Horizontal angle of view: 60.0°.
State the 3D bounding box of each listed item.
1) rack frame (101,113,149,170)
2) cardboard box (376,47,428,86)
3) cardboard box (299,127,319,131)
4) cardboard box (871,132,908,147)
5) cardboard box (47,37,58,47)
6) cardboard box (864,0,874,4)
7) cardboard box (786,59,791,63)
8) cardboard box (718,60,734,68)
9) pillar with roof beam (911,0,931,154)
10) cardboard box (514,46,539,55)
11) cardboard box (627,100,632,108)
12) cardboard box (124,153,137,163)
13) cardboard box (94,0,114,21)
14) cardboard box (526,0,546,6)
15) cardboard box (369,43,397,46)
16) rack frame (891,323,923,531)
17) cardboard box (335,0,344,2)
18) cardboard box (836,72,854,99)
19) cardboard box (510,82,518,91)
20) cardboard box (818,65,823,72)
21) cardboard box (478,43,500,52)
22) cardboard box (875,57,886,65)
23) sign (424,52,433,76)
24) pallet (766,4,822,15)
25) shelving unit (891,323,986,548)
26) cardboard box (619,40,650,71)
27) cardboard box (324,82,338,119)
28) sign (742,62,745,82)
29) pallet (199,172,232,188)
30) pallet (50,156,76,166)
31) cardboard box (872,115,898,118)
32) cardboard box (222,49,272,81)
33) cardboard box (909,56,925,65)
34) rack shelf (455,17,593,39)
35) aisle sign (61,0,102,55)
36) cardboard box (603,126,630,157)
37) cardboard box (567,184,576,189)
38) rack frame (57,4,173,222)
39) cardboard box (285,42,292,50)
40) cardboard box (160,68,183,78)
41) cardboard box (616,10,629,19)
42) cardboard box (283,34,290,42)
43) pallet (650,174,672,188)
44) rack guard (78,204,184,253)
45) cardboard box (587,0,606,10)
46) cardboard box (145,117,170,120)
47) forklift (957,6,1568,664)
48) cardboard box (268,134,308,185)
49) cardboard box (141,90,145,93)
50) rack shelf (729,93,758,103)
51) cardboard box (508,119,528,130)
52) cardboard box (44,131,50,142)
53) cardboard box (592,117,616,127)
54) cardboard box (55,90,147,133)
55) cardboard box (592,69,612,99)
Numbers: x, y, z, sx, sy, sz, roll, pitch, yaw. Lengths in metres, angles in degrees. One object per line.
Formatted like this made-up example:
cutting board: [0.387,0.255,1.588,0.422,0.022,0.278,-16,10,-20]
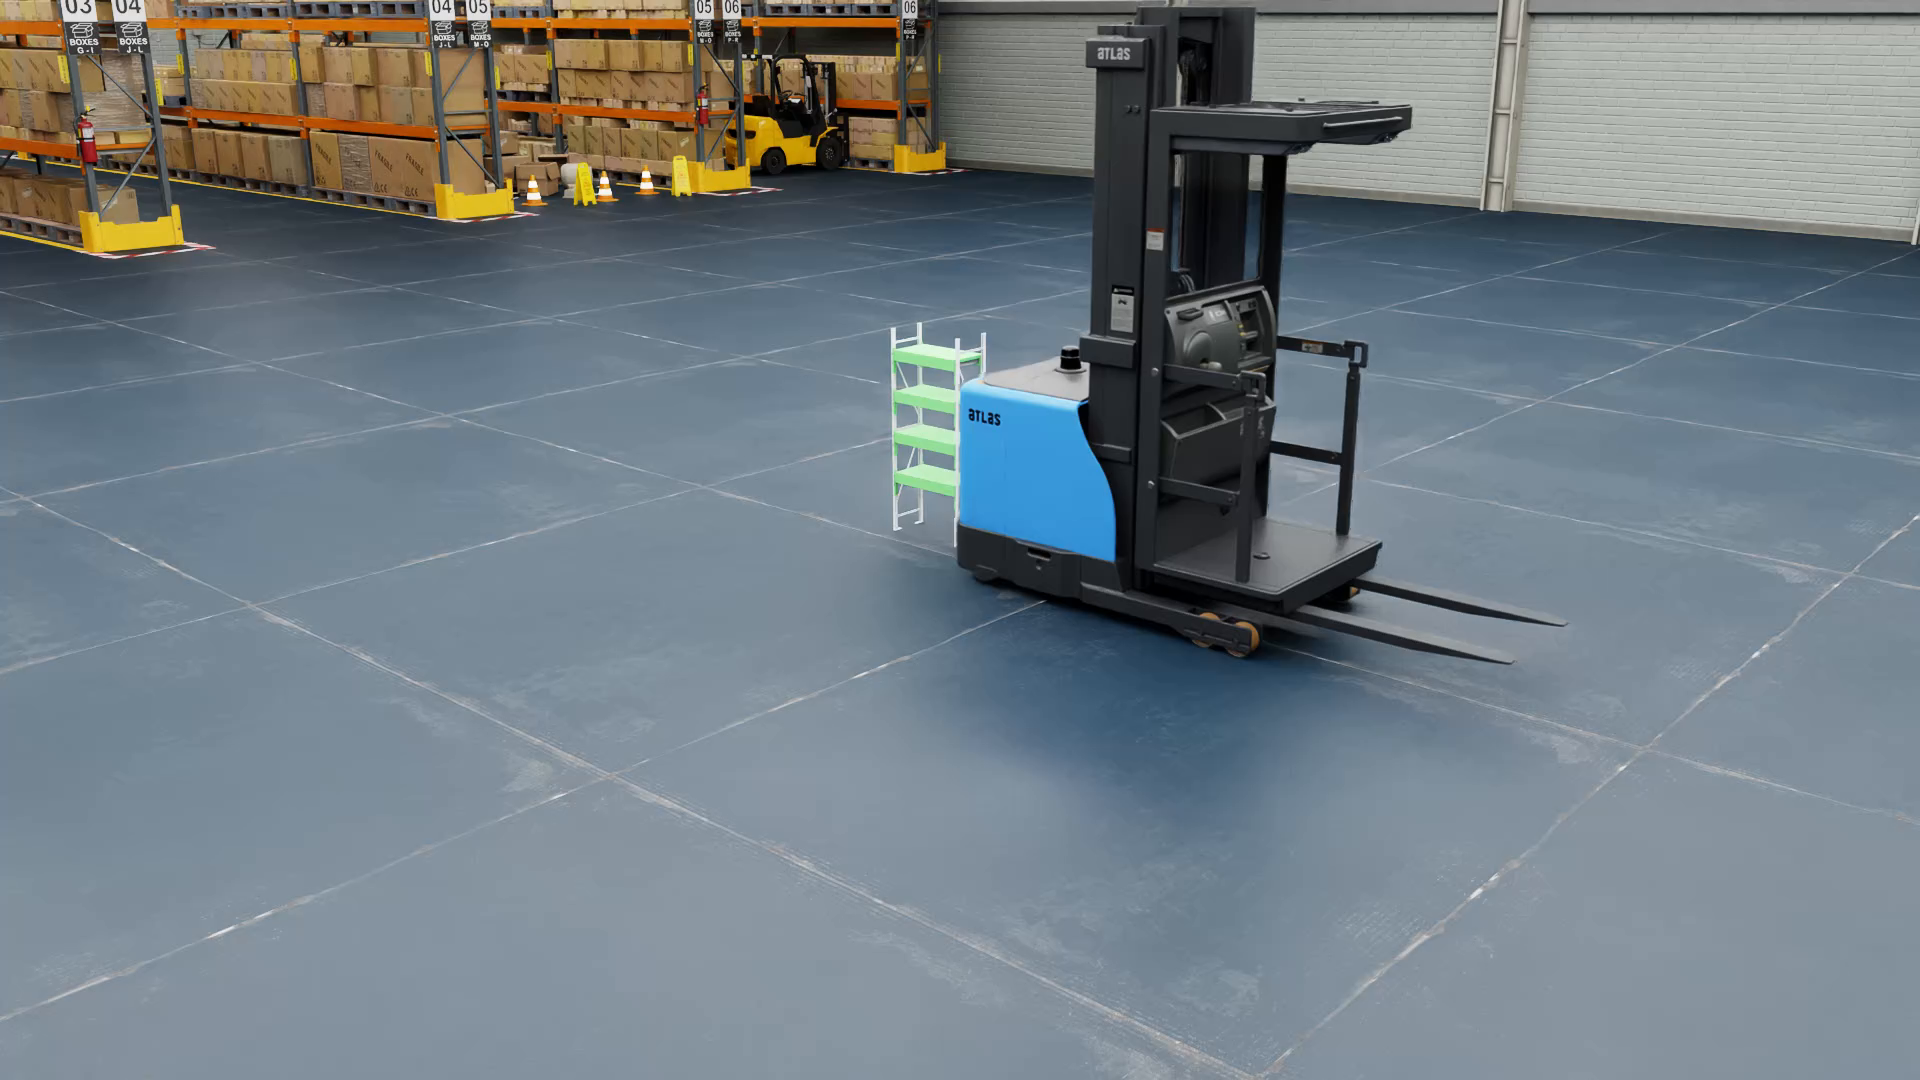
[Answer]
rack frame: [-16.264,-8.728,32.155,0.127,3.000,1.000,15,23,39]
cardboard box: [-8.342,-7.221,25.373,0.550,0.550,0.875,15,23,39]
cardboard box: [-14.123,-9.177,37.111,0.875,0.438,0.875,14,22,38]
cardboard box: [-1.359,-7.738,32.059,0.500,0.250,0.500,15,23,39]
cardboard box: [-17.559,-9.636,32.705,0.500,0.500,0.500,16,23,41]
cardboard box: [-1.608,-10.238,31.510,0.250,0.149,0.380,14,22,38]
cardboard box: [-3.285,-9.672,33.400,0.250,0.149,0.380,14,23,38]
cardboard box: [-4.820,-9.893,34.587,0.250,0.149,0.380,14,22,38]
pillar with roof beam: [-3.567,-10.812,28.803,0.400,9.000,9.100,15,23,39]
cardboard box: [-8.090,-9.138,31.022,0.250,0.149,0.380,14,22,38]
cardboard box: [-5.631,-7.677,29.259,0.250,0.149,0.380,15,23,39]
cardboard box: [-15.491,-7.423,31.479,0.500,0.500,0.500,16,24,42]
cardboard box: [-10.846,-6.730,21.149,0.500,0.250,0.500,16,24,41]
cardboard box: [-7.604,-9.905,30.458,0.500,0.250,0.500,14,23,38]
cardboard box: [-11.753,-9.940,34.154,0.500,0.500,0.500,15,23,38]
rack frame: [-0.306,-0.654,9.689,0.015,1.200,0.240,15,23,39]
cardboard box: [-9.280,-8.274,25.322,0.250,0.149,0.380,15,23,39]
cardboard box: [-2.095,-8.879,32.465,0.500,0.500,0.500,14,23,38]
cardboard box: [-8.234,-8.534,31.265,0.250,0.149,0.380,15,23,40]
cardboard box: [-2.572,-9.304,32.732,0.250,0.149,0.380,14,23,38]
cardboard box: [-11.471,-11.770,40.256,0.500,0.500,0.500,16,23,41]
cardboard box: [-1.400,-9.148,31.749,0.250,0.149,0.380,15,23,39]
sign: [-7.660,-6.863,23.974,0.005,0.325,0.100,15,23,39]
pallet: [-3.124,-10.608,33.266,1.213,0.211,1.003,15,23,39]
shelving unit: [-0.124,-0.605,9.535,0.503,1.200,0.258,15,23,39]
cardboard box: [-5.429,-8.361,28.687,0.500,0.500,0.700,15,23,39]
cardboard box: [-9.571,-7.017,26.514,0.550,0.550,0.875,15,23,39]
sign: [-3.719,-7.994,28.412,0.005,0.325,0.100,15,23,39]
pallet: [-12.733,-6.421,29.494,1.213,0.211,1.003,15,23,39]
pallet: [-17.707,-7.771,33.748,1.213,0.211,1.003,15,23,39]
cardboard box: [-1.397,-8.188,32.650,0.500,0.250,0.500,15,23,39]
cardboard box: [-12.179,-8.153,28.525,0.500,0.500,0.700,15,23,38]
cardboard box: [-0.896,-9.197,31.903,0.250,0.149,0.380,14,23,38]
rack shelf: [-8.567,-9.750,31.607,4.000,0.370,1.077,15,23,39]
aisle sign: [-10.810,-6.376,20.445,0.004,0.787,0.394,15,23,39]
cardboard box: [-6.014,-7.120,29.700,0.500,0.500,0.500,17,24,42]
cardboard box: [-6.400,-5.906,27.976,0.380,0.149,0.250,-6,18,-18]
rack frame: [-10.657,-5.217,21.091,0.127,3.000,1.000,15,23,39]
cardboard box: [-14.352,-10.629,36.325,0.500,0.500,0.500,15,23,40]
cardboard box: [-13.943,-8.284,29.492,0.250,0.149,0.380,14,22,37]
cardboard box: [-5.710,-9.076,28.706,0.250,0.149,0.380,15,23,39]
cardboard box: [-14.604,-11.009,36.450,0.250,0.149,0.380,15,23,39]
pallet: [-4.720,-6.316,29.165,1.213,0.211,1.003,15,23,39]
rack guard: [-10.714,-4.041,21.517,0.348,0.500,1.175,15,23,39]
cardboard box: [-6.165,-9.407,29.091,0.500,0.250,0.500,15,23,40]
cardboard box: [-15.539,-8.002,32.065,0.500,0.250,0.500,14,23,38]
forklift: [1.438,-1.023,7.989,3.031,2.935,1.130,14,23,38]
cardboard box: [-10.805,-6.354,27.699,0.750,0.750,1.050,15,23,39]
cardboard box: [-14.710,-8.207,30.233,0.250,0.149,0.380,14,22,37]
rack shelf: [-5.275,-9.445,35.602,4.000,0.370,1.077,15,23,39]
cardboard box: [-10.641,-10.006,40.008,0.258,0.266,0.396,16,24,41]
cardboard box: [-11.751,-5.310,21.799,0.250,0.149,0.380,15,23,39]
cardboard box: [-6.369,-7.497,29.816,0.250,0.149,0.380,16,24,41]
cardboard box: [-11.050,-5.523,21.398,0.500,0.500,0.875,15,23,39]
cardboard box: [-6.169,-8.101,29.521,0.500,0.500,0.500,15,23,39]
